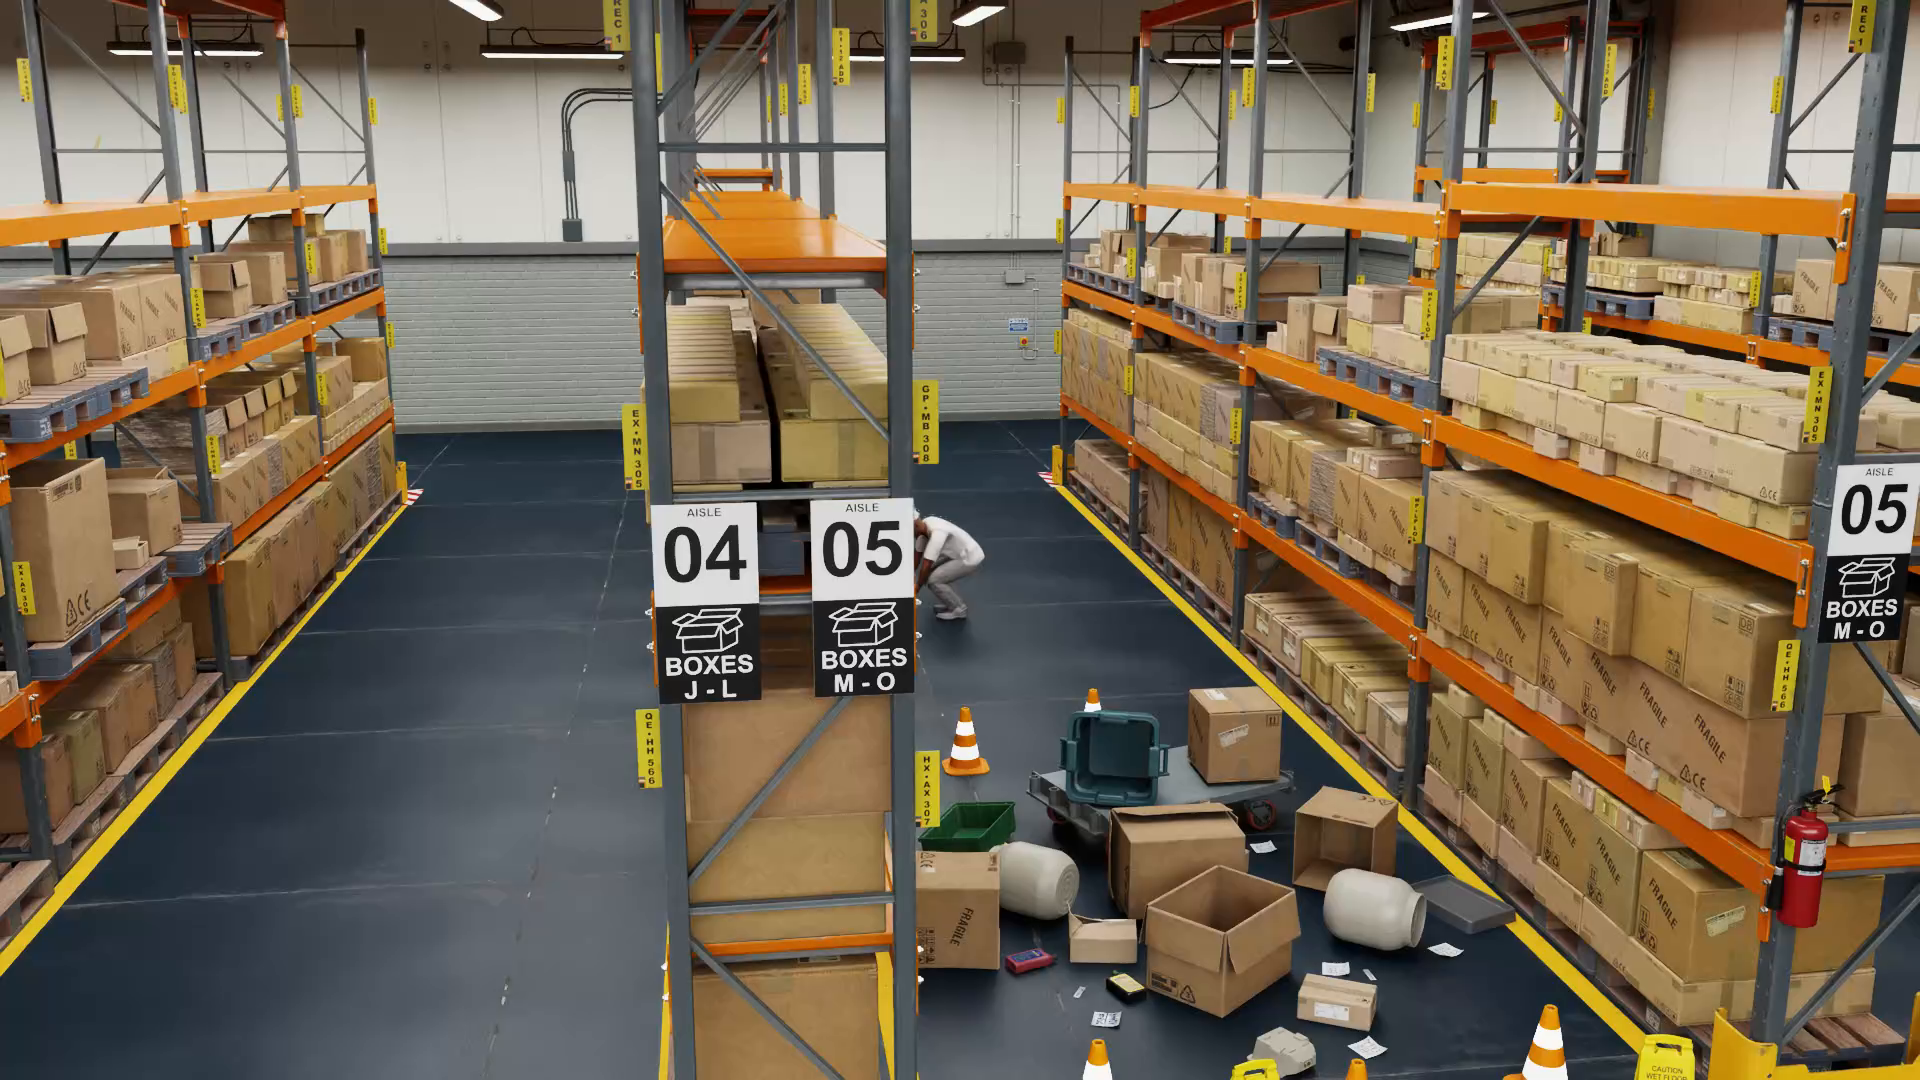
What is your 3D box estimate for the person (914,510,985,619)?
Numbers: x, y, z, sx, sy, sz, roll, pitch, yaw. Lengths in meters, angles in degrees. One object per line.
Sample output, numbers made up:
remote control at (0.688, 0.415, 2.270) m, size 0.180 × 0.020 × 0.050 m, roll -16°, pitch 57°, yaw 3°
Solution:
person at (-0.186, 0.222, 16.434) m, size 0.860 × 1.111 × 0.603 m, roll -2°, pitch 13°, yaw -8°
